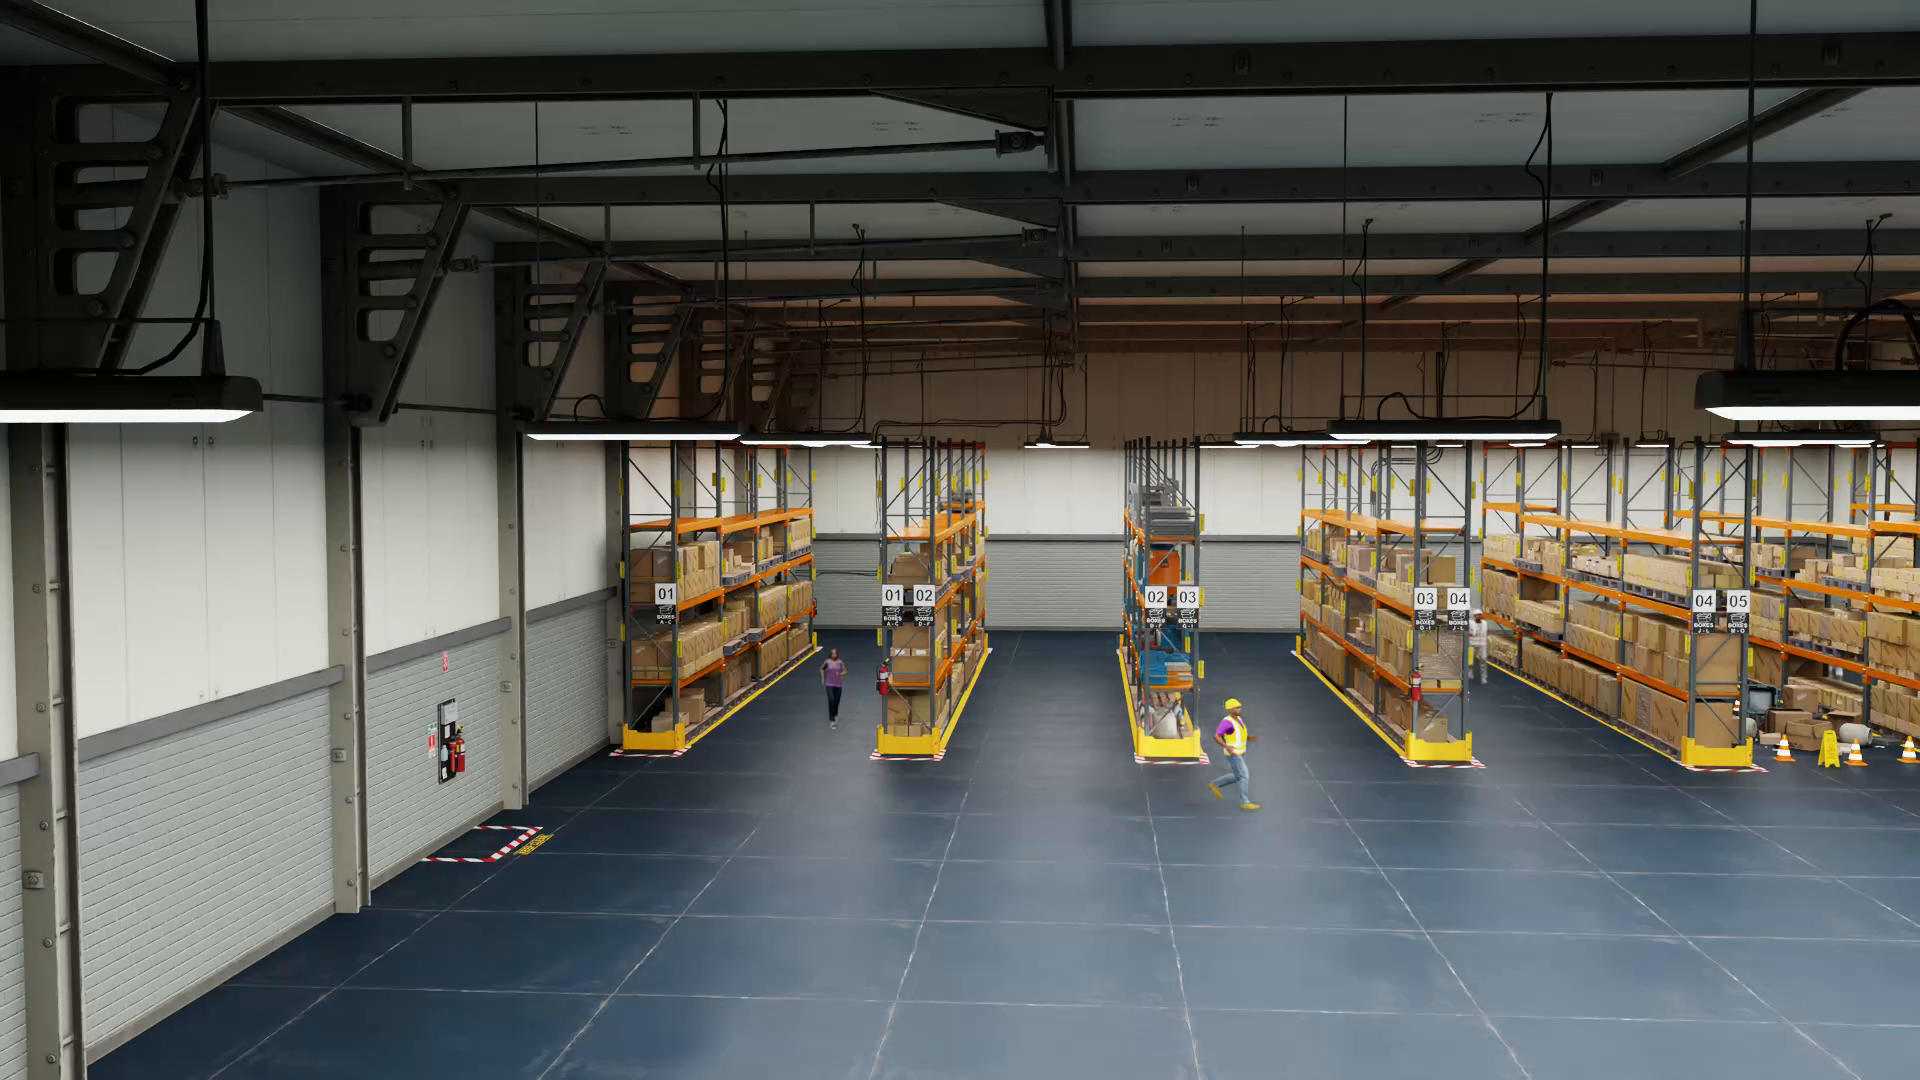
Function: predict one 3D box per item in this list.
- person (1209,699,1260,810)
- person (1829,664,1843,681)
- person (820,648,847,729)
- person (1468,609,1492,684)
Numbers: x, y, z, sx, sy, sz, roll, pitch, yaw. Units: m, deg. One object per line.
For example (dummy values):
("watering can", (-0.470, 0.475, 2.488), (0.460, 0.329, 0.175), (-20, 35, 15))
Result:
("person", (4.388, 3.420, 26.662), (0.901, 1.745, 0.714), (2, 4, 29))
("person", (21.226, 2.683, 40.342), (0.640, 1.794, 0.670), (0, 3, 8))
("person", (-2.624, 3.064, 34.574), (0.519, 1.612, 0.790), (-1, 3, -14))
("person", (12.774, 2.598, 41.002), (0.682, 1.780, 0.991), (0, 3, 2))
